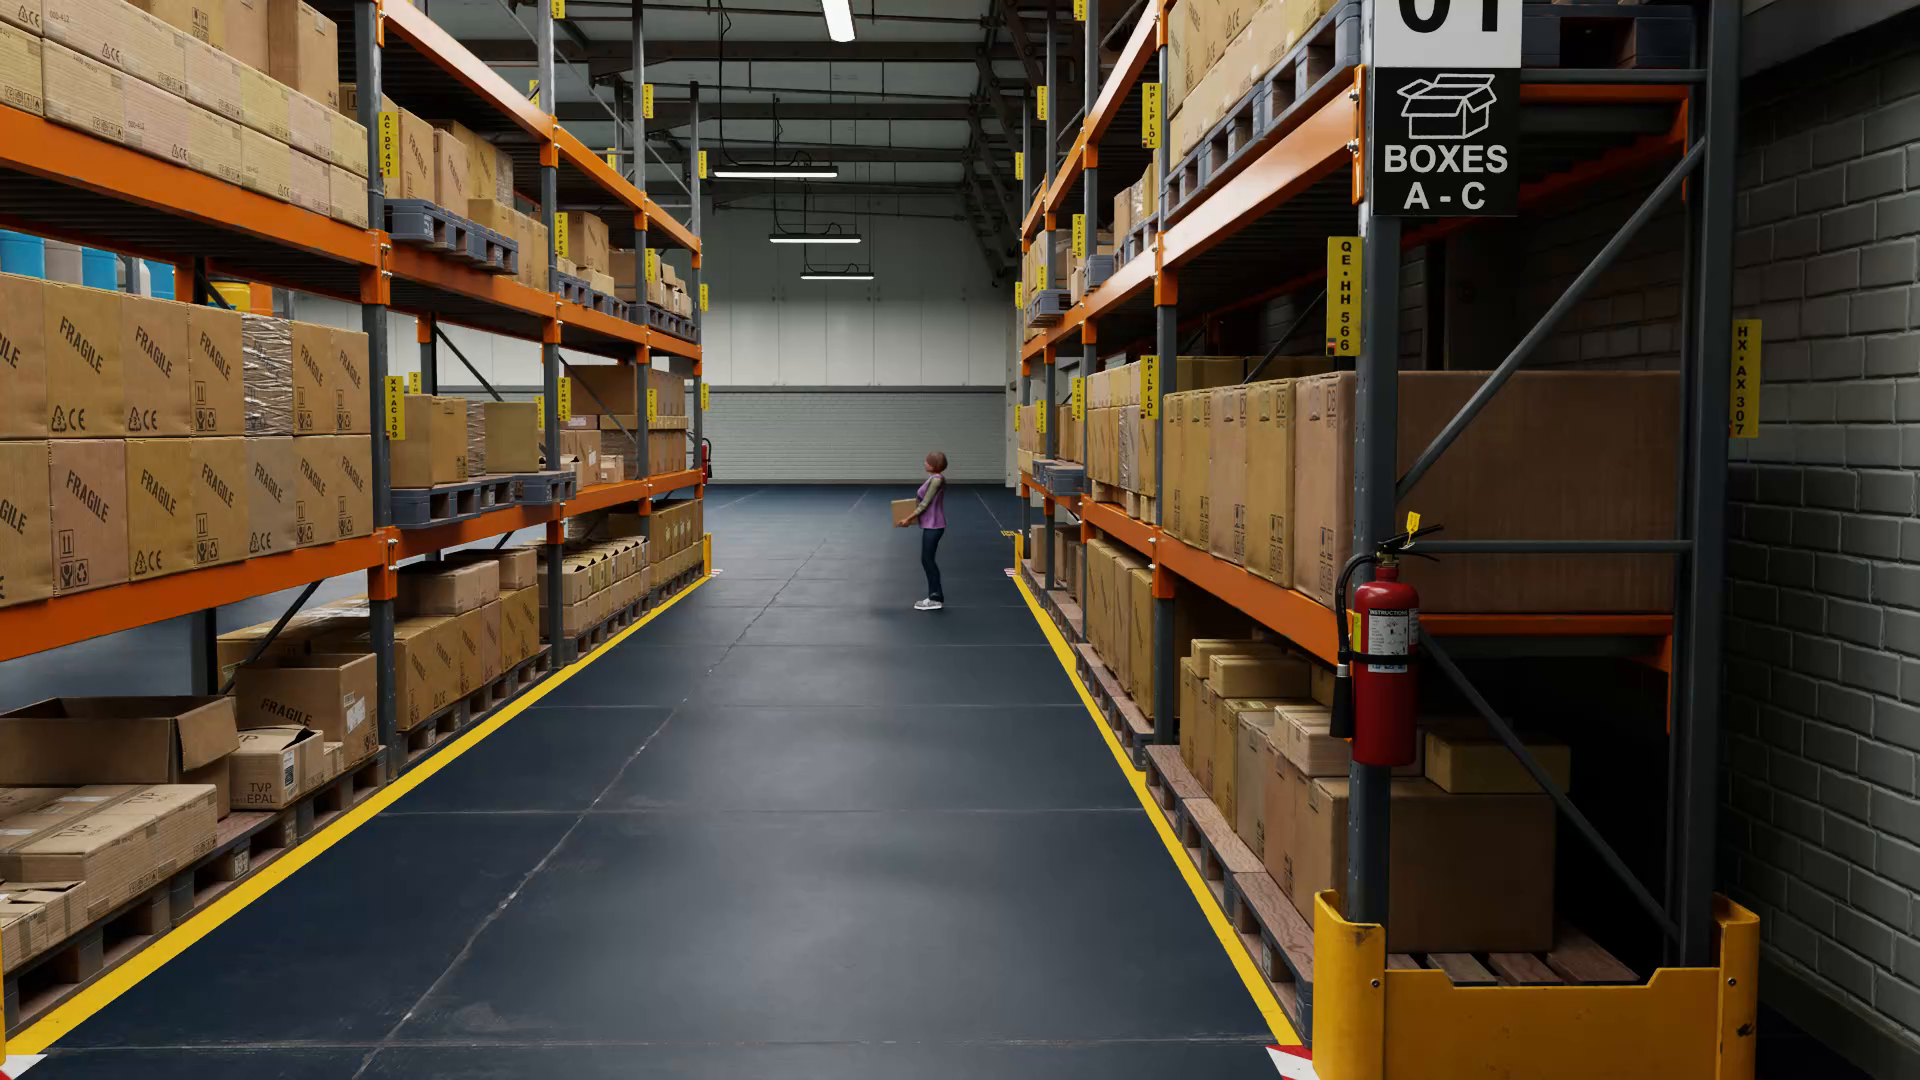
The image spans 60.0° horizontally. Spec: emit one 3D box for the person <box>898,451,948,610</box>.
[{"bbox_3d":[-0.372,-0.101,16.732,0.500,1.590,0.405,0,4,-1],"label":"person"}]
